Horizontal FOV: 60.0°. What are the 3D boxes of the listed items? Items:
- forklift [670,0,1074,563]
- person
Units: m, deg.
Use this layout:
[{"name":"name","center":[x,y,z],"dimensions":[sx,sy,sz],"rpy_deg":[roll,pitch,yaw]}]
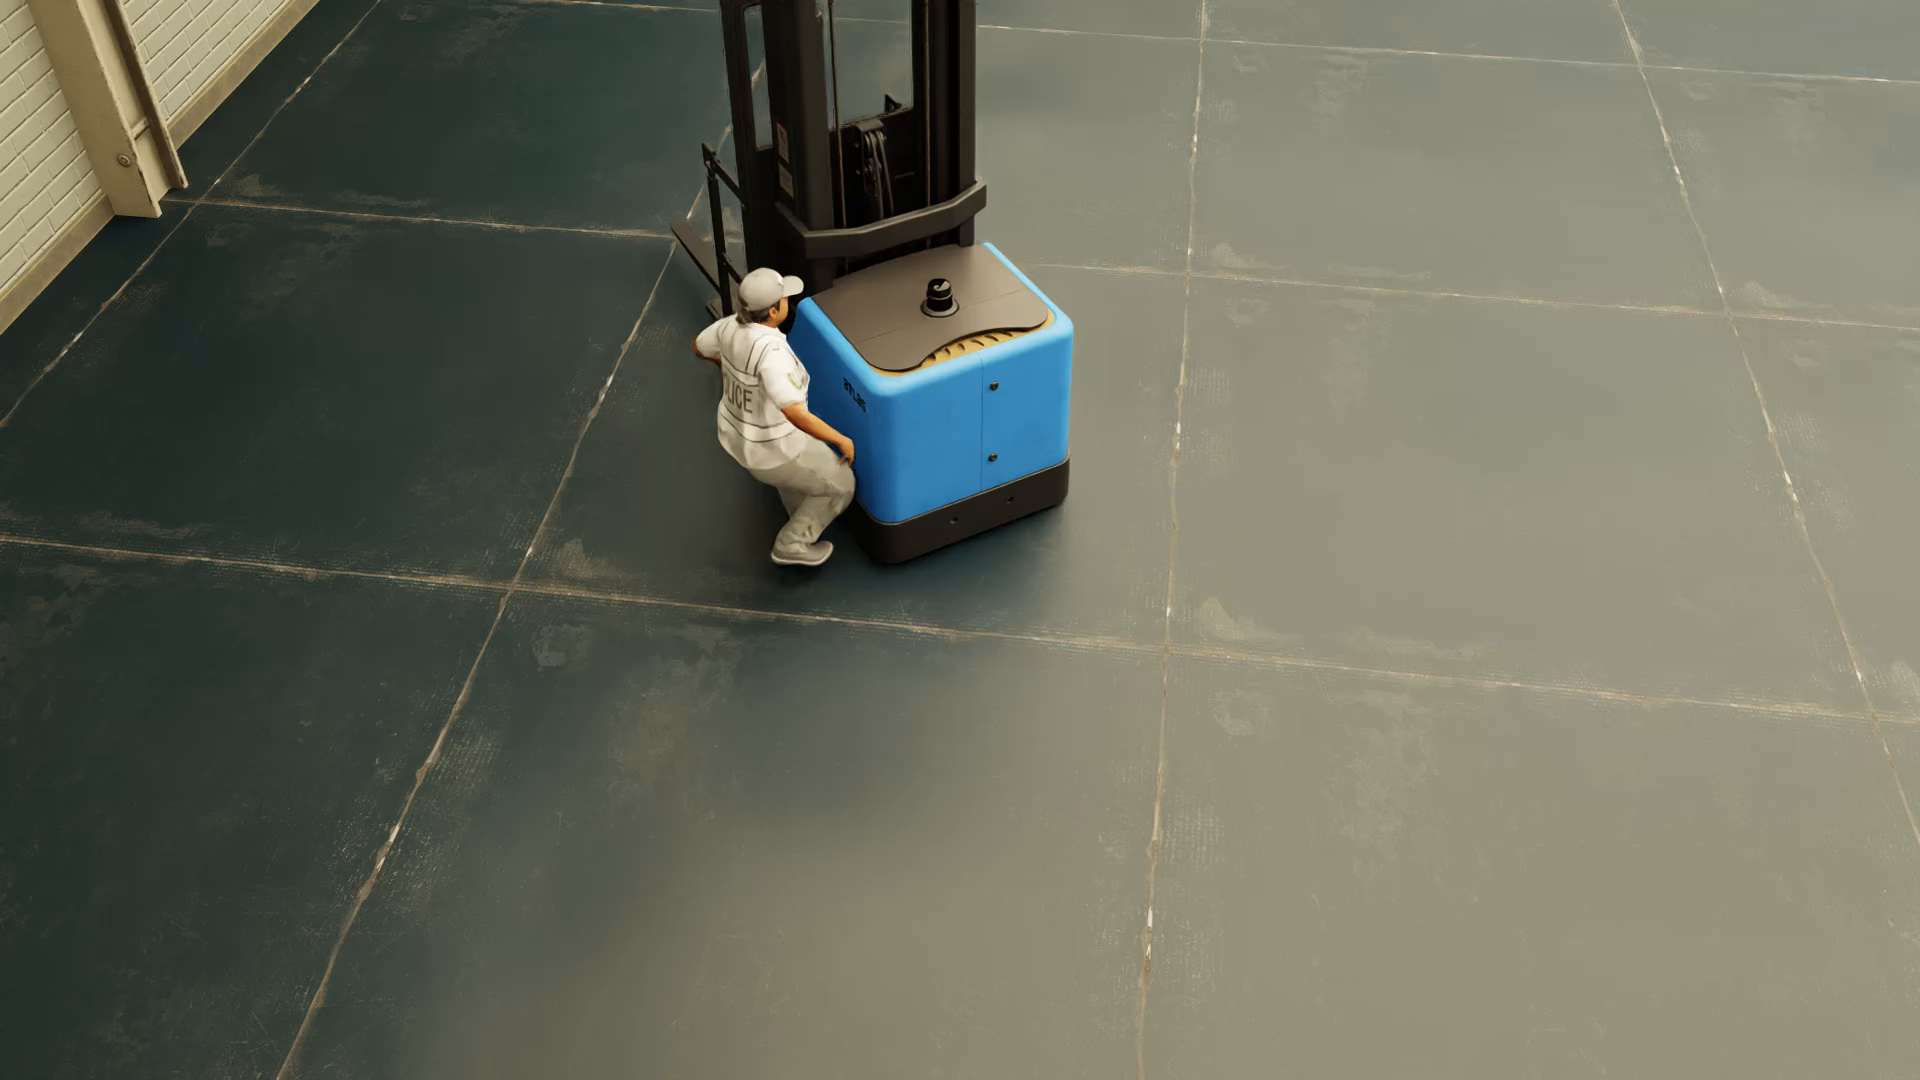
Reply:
[{"name":"forklift","center":[-0.635,-1.959,7.857],"dimensions":[1.130,2.935,3.031],"rpy_deg":[-21,46,-21]},{"name":"person","center":[-0.732,-0.527,7.303],"dimensions":[0.665,1.591,0.890],"rpy_deg":[-25,48,-24]}]
